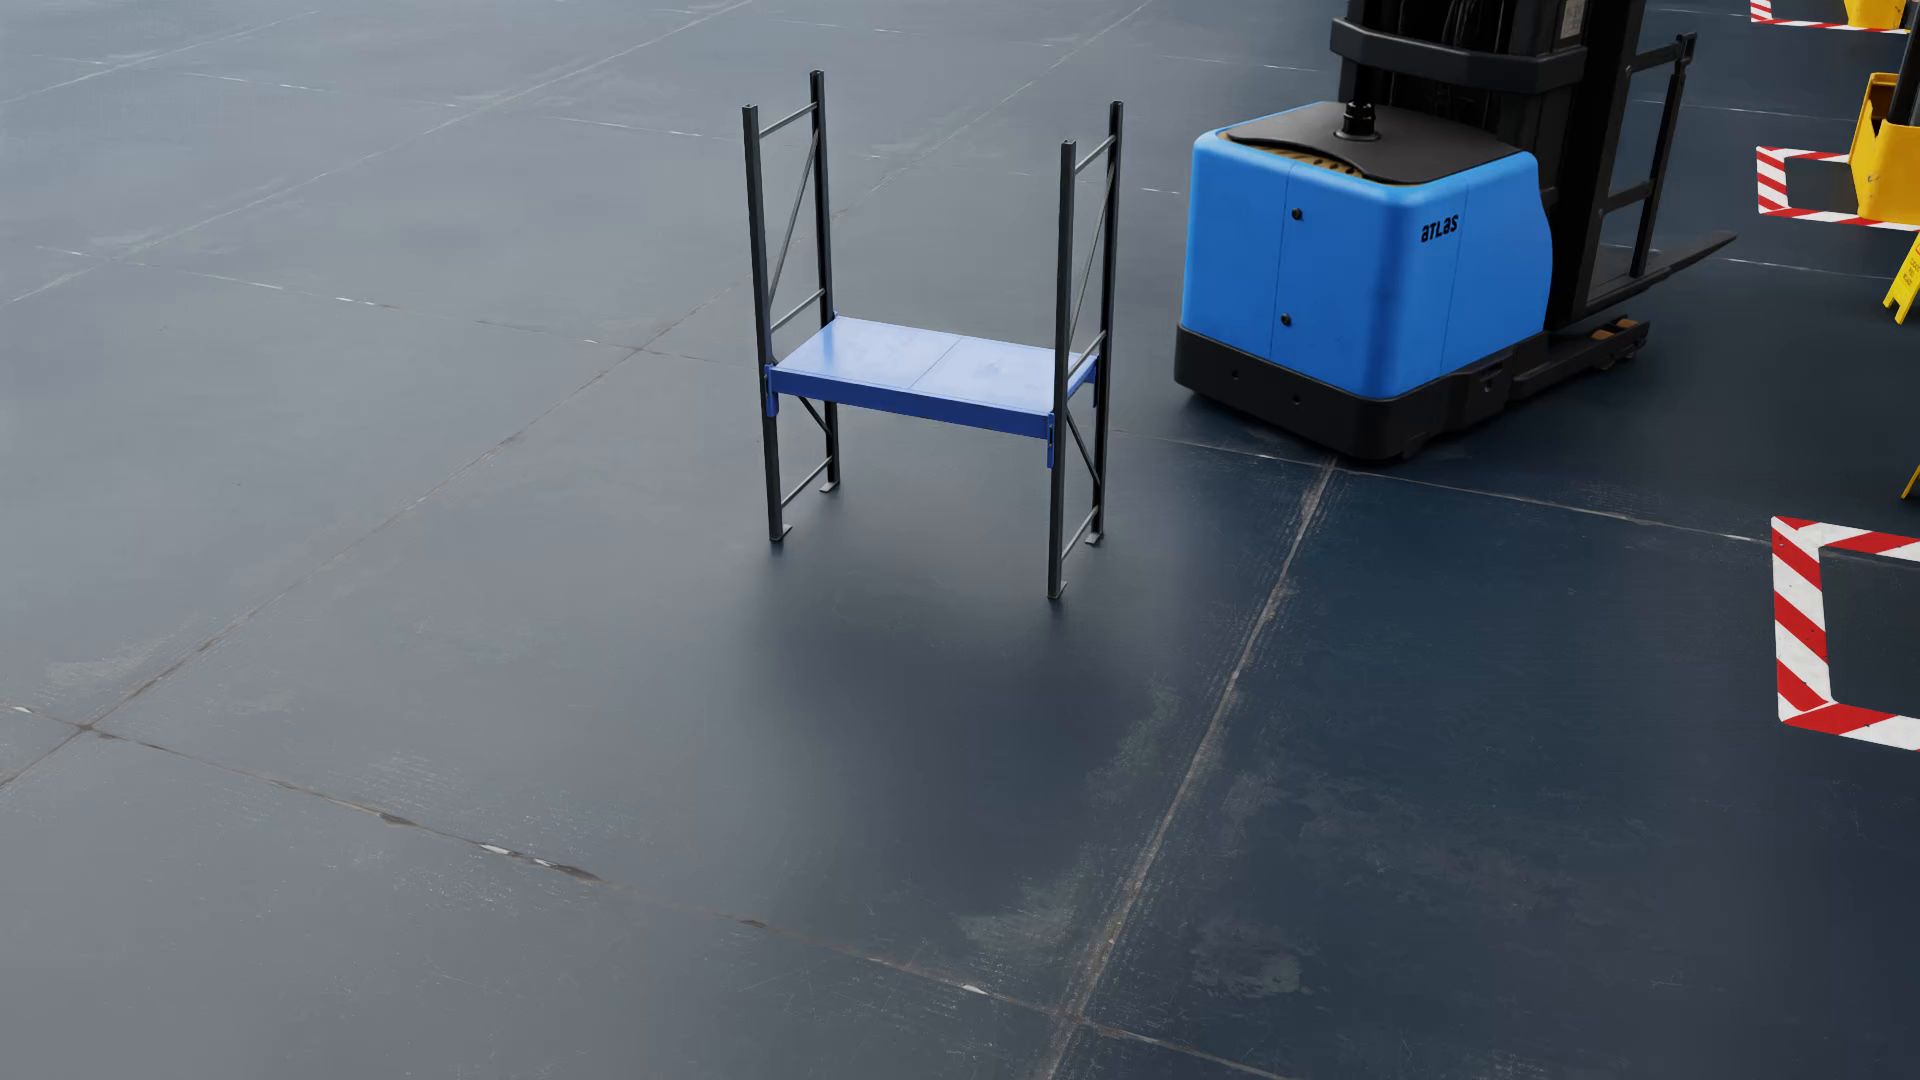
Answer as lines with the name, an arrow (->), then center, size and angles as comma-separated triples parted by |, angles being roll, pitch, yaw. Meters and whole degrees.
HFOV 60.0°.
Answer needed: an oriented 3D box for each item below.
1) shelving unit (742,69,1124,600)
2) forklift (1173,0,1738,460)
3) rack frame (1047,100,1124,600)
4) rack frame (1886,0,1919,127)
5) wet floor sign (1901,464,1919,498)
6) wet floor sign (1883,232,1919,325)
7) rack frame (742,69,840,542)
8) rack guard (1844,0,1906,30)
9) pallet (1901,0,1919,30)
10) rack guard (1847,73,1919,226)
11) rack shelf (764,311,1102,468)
shelving unit -> -0.079, -0.669, 5.409 | 1.048, 1.500, 0.538 | 11, 31, 19
forklift -> 2.314, -2.168, 6.606 | 3.031, 2.935, 1.130 | -23, 37, -35
rack frame -> 0.392, -0.575, 5.242 | 0.032, 1.500, 0.500 | 11, 31, 19
rack frame -> 5.122, -3.222, 8.401 | 0.127, 3.000, 1.000 | 11, 31, 19
wet floor sign -> 3.581, -0.444, 5.880 | 0.232, 0.644, 0.267 | 24, 37, 36
wet floor sign -> 4.351, -1.299, 7.393 | 0.232, 0.644, 0.267 | 6, 30, 11
rack frame -> -0.550, -0.763, 5.575 | 0.032, 1.500, 0.500 | 11, 31, 19
rack guard -> 7.151, -4.362, 12.959 | 0.348, 0.500, 1.175 | 11, 31, 19
pallet -> 7.891, -4.070, 12.736 | 1.213, 0.211, 1.003 | 11, 31, 19
rack guard -> 5.100, -2.138, 9.024 | 0.348, 0.500, 1.175 | 11, 31, 19
rack shelf -> -0.079, -0.512, 5.497 | 1.000, 0.185, 0.538 | 11, 31, 19
